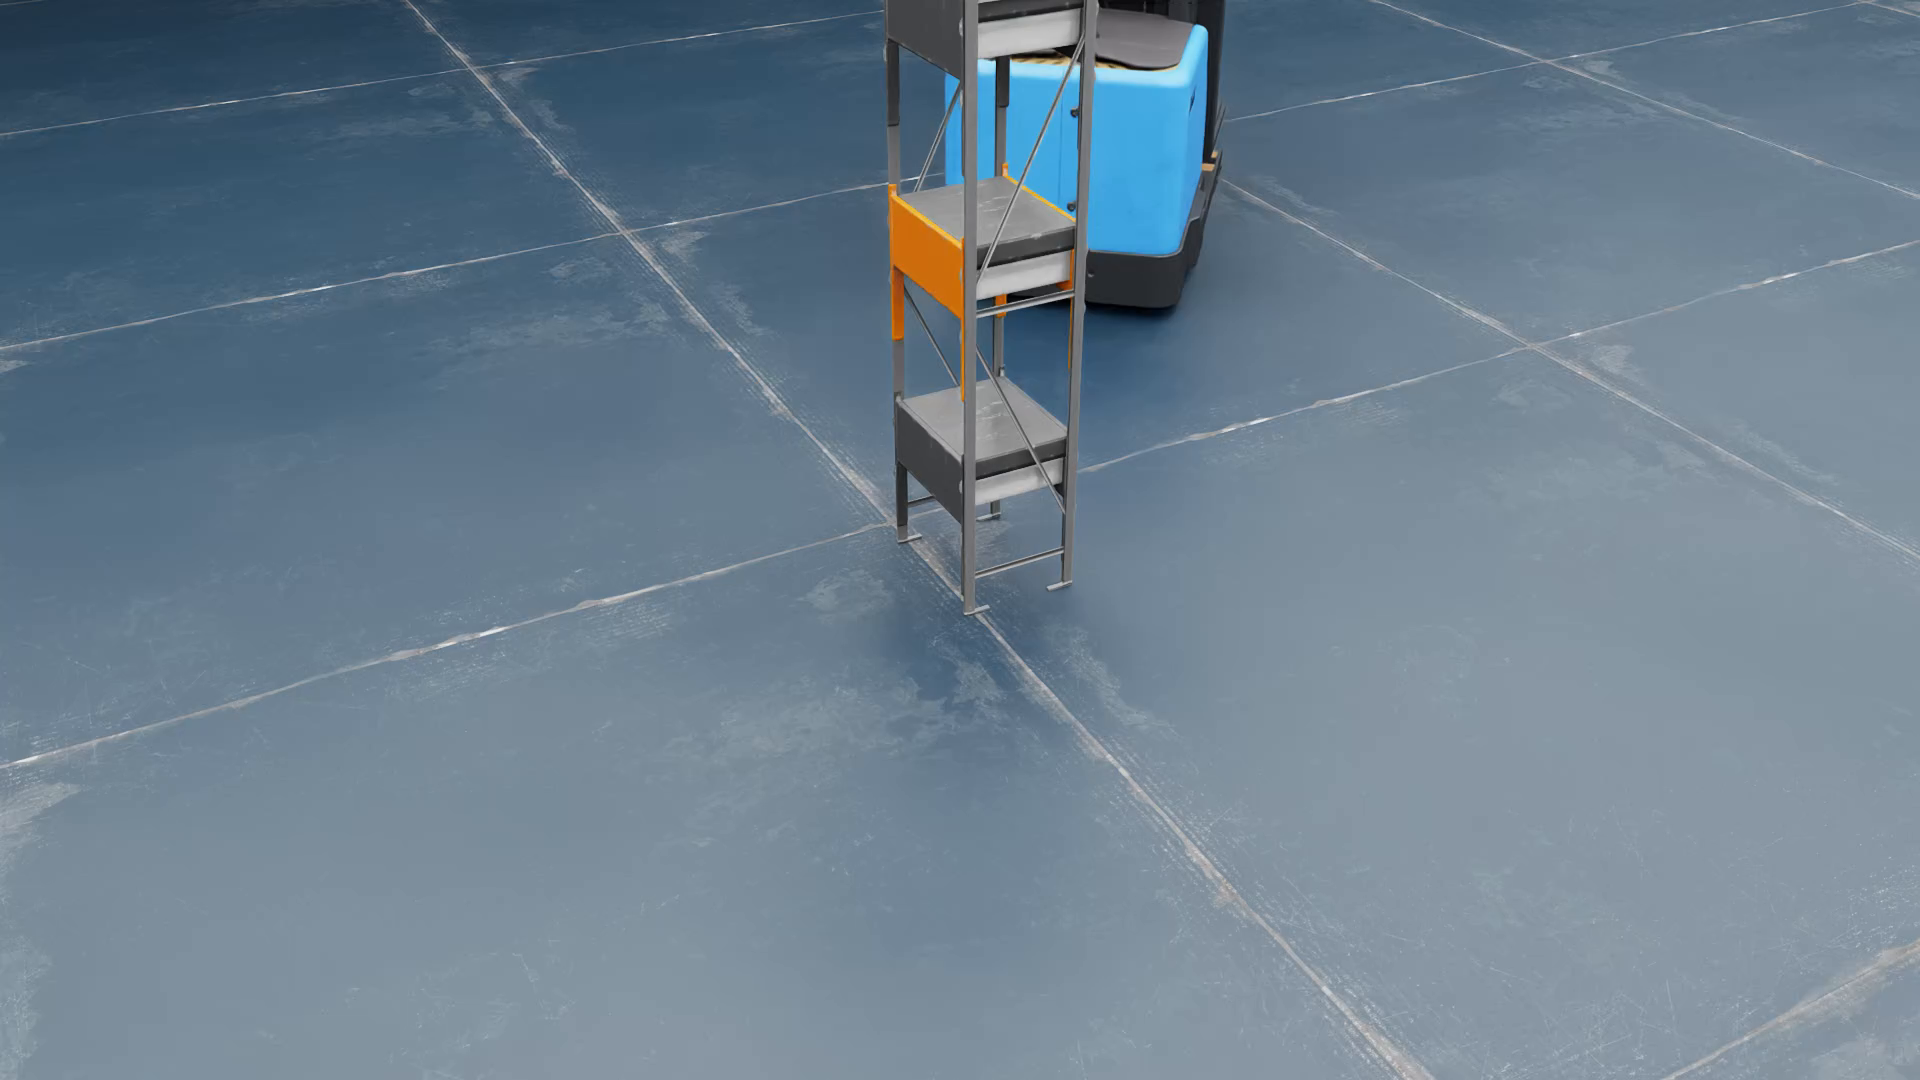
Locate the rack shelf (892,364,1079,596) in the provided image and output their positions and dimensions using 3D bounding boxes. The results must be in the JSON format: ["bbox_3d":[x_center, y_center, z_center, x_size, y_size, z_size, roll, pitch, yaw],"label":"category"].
[{"bbox_3d":[0.077,-0.204,5.445,0.431,0.518,0.480,-16,36,-23],"label":"rack shelf"}]

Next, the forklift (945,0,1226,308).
[{"bbox_3d":[0.748,-3.022,7.750,1.130,2.935,3.031,7,33,11],"label":"forklift"}]

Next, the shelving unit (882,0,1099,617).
[{"bbox_3d":[0.077,-0.805,5.060,0.431,2.100,0.503,-16,36,-23],"label":"shelving unit"}]

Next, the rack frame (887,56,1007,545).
[{"bbox_3d":[-0.037,-0.922,5.242,0.400,2.100,0.015,-16,36,-23],"label":"rack frame"}]

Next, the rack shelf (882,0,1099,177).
[{"bbox_3d":[0.077,-1.383,4.690,0.431,0.518,0.480,-16,36,-23],"label":"rack shelf"}]

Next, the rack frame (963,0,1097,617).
[{"bbox_3d":[0.191,-0.689,4.879,0.400,2.100,0.015,-16,36,-23],"label":"rack frame"}]

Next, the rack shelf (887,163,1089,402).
[{"bbox_3d":[0.077,-0.794,5.068,0.431,0.518,0.480,-16,36,-23],"label":"rack shelf"}]
